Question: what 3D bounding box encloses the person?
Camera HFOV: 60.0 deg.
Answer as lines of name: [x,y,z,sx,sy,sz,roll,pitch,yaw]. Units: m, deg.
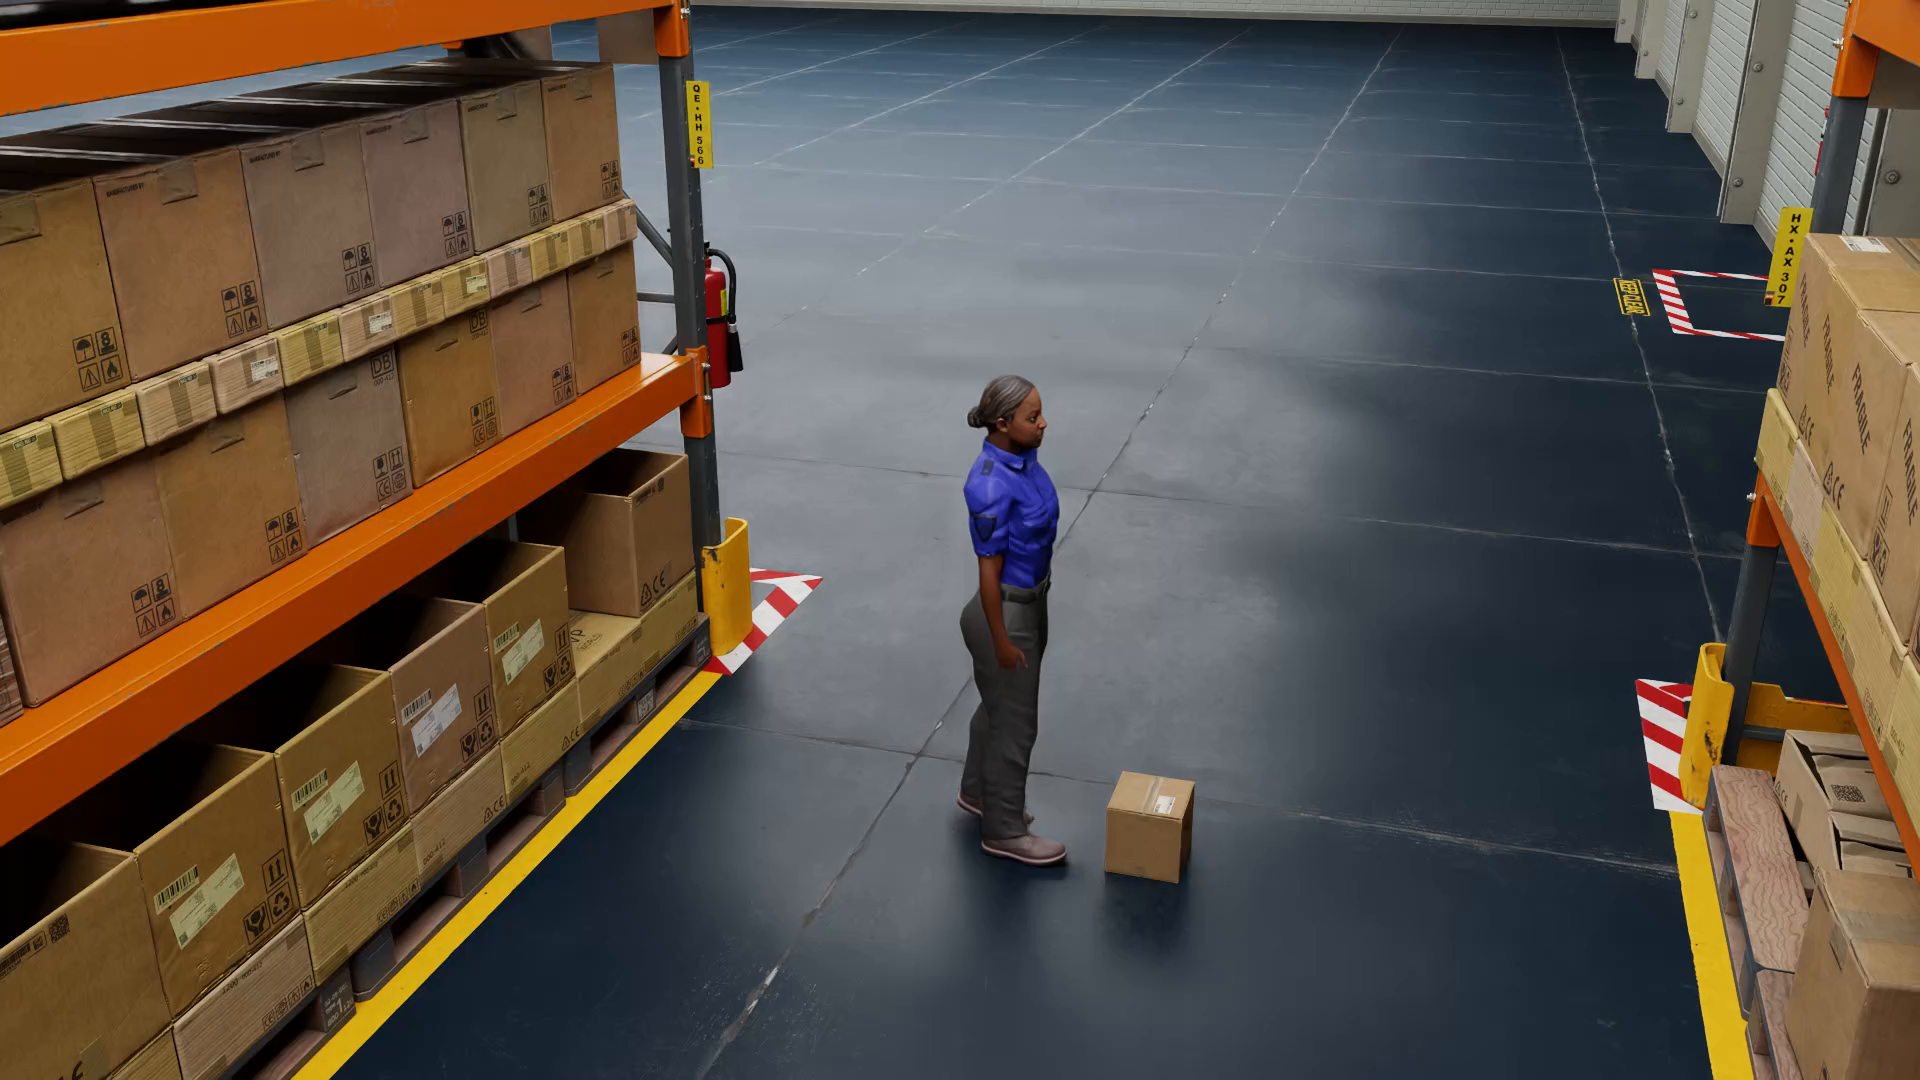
person: [0.173,0.271,5.465,0.456,1.691,0.444,7,23,16]
